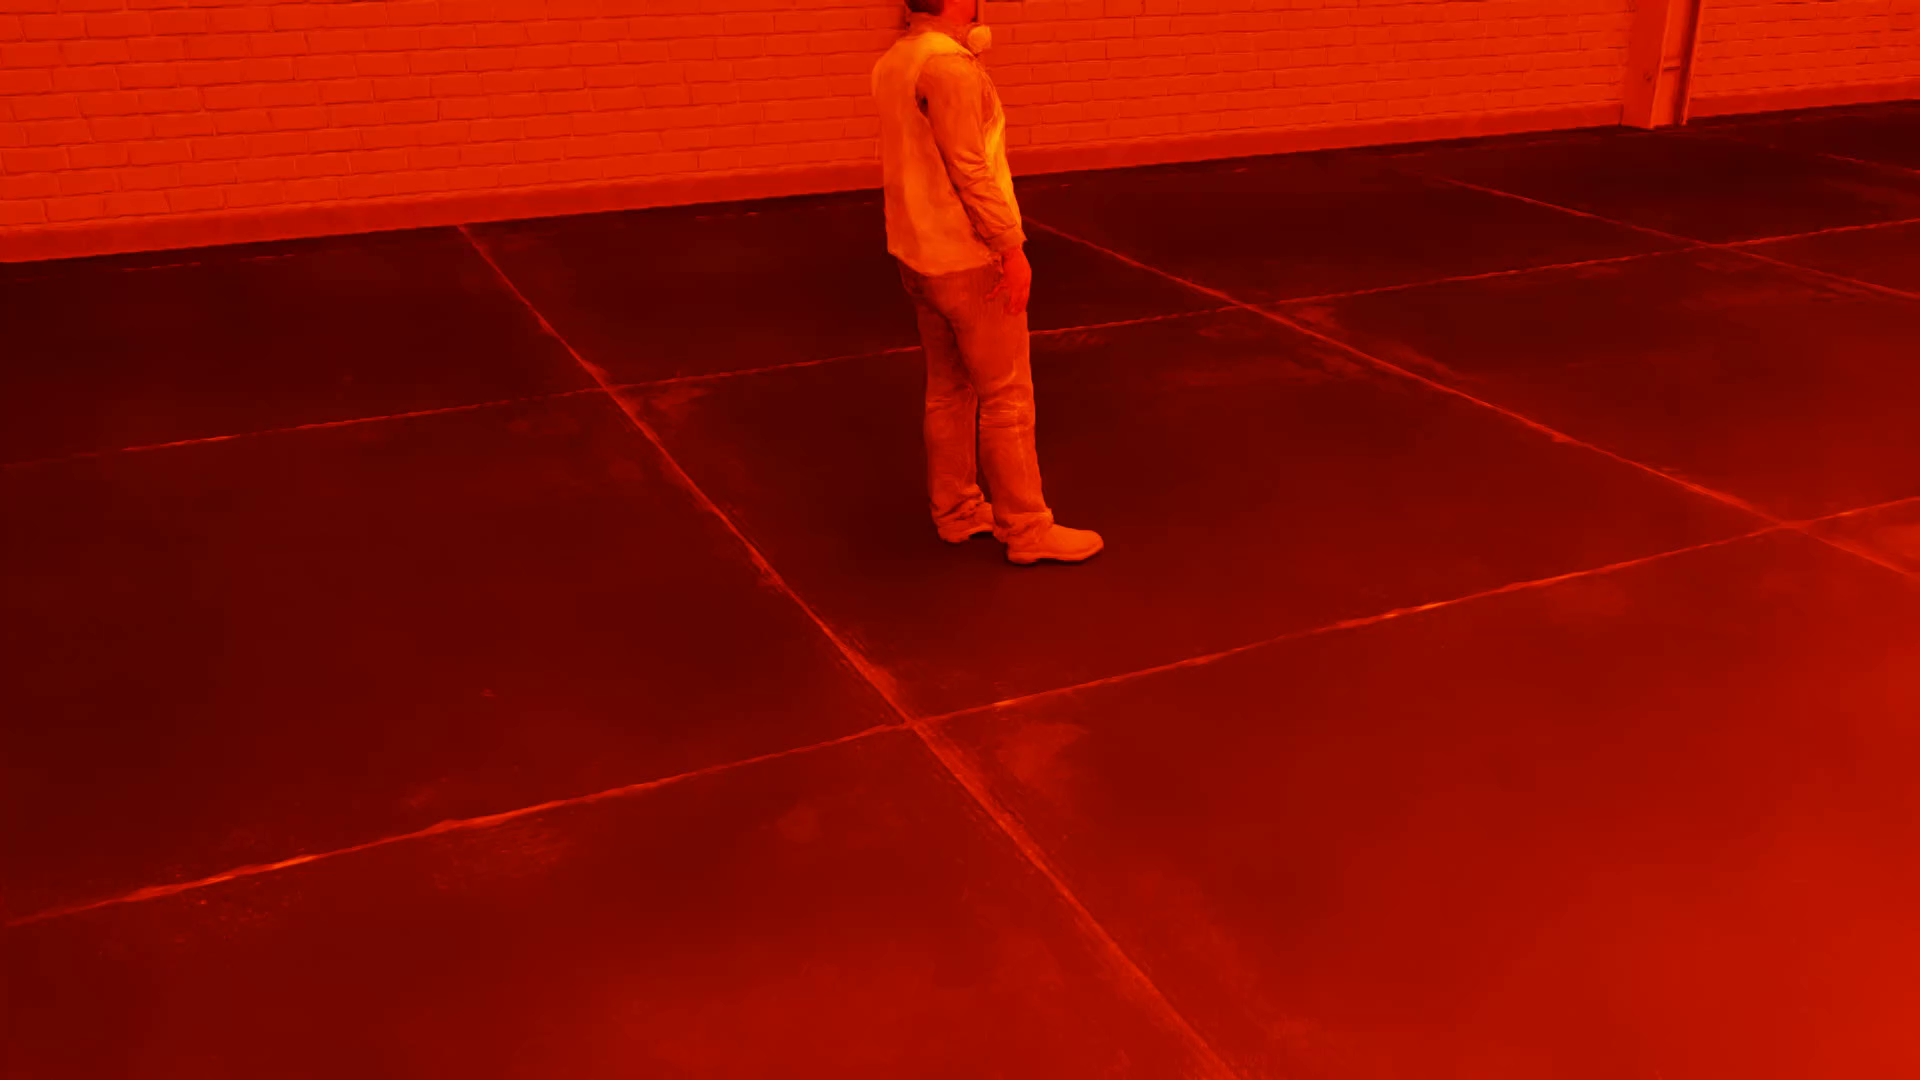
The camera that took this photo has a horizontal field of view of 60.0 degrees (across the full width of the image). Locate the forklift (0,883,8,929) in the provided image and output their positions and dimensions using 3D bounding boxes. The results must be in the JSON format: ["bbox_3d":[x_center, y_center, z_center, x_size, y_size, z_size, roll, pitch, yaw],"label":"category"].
[{"bbox_3d":[-3.210,-0.280,1.959,1.130,2.935,3.031,21,30,41],"label":"forklift"}]

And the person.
[{"bbox_3d":[0.060,-0.833,4.781,0.567,1.773,0.632,-10,25,-23],"label":"person"}]
